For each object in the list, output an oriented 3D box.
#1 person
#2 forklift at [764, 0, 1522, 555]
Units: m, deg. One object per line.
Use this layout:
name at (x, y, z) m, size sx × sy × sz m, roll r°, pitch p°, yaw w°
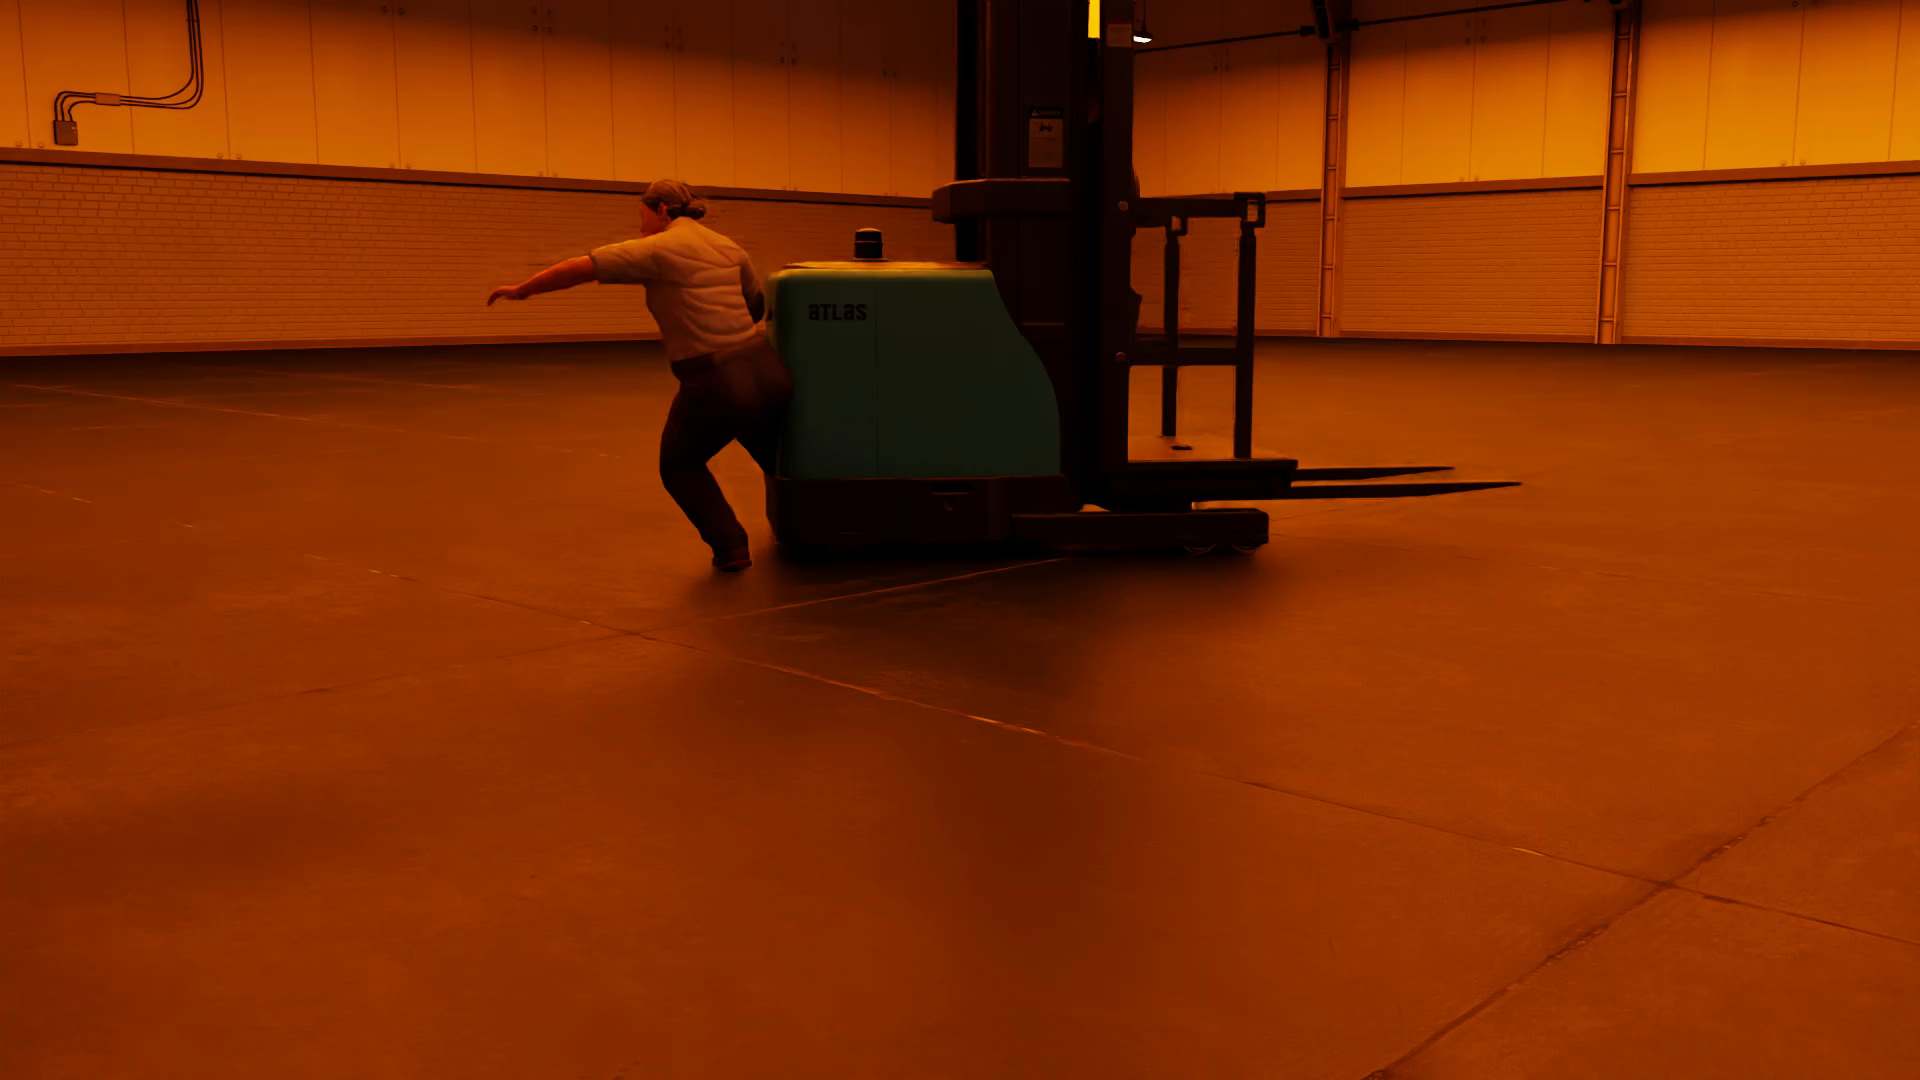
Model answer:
person at (-0.931, -0.598, 6.113) m, size 0.806 × 1.410 × 1.359 m, roll 7°, pitch 11°, yaw 39°
forklift at (0.741, -1.473, 6.653) m, size 3.031 × 2.935 × 1.130 m, roll -1°, pitch 9°, yaw -9°
